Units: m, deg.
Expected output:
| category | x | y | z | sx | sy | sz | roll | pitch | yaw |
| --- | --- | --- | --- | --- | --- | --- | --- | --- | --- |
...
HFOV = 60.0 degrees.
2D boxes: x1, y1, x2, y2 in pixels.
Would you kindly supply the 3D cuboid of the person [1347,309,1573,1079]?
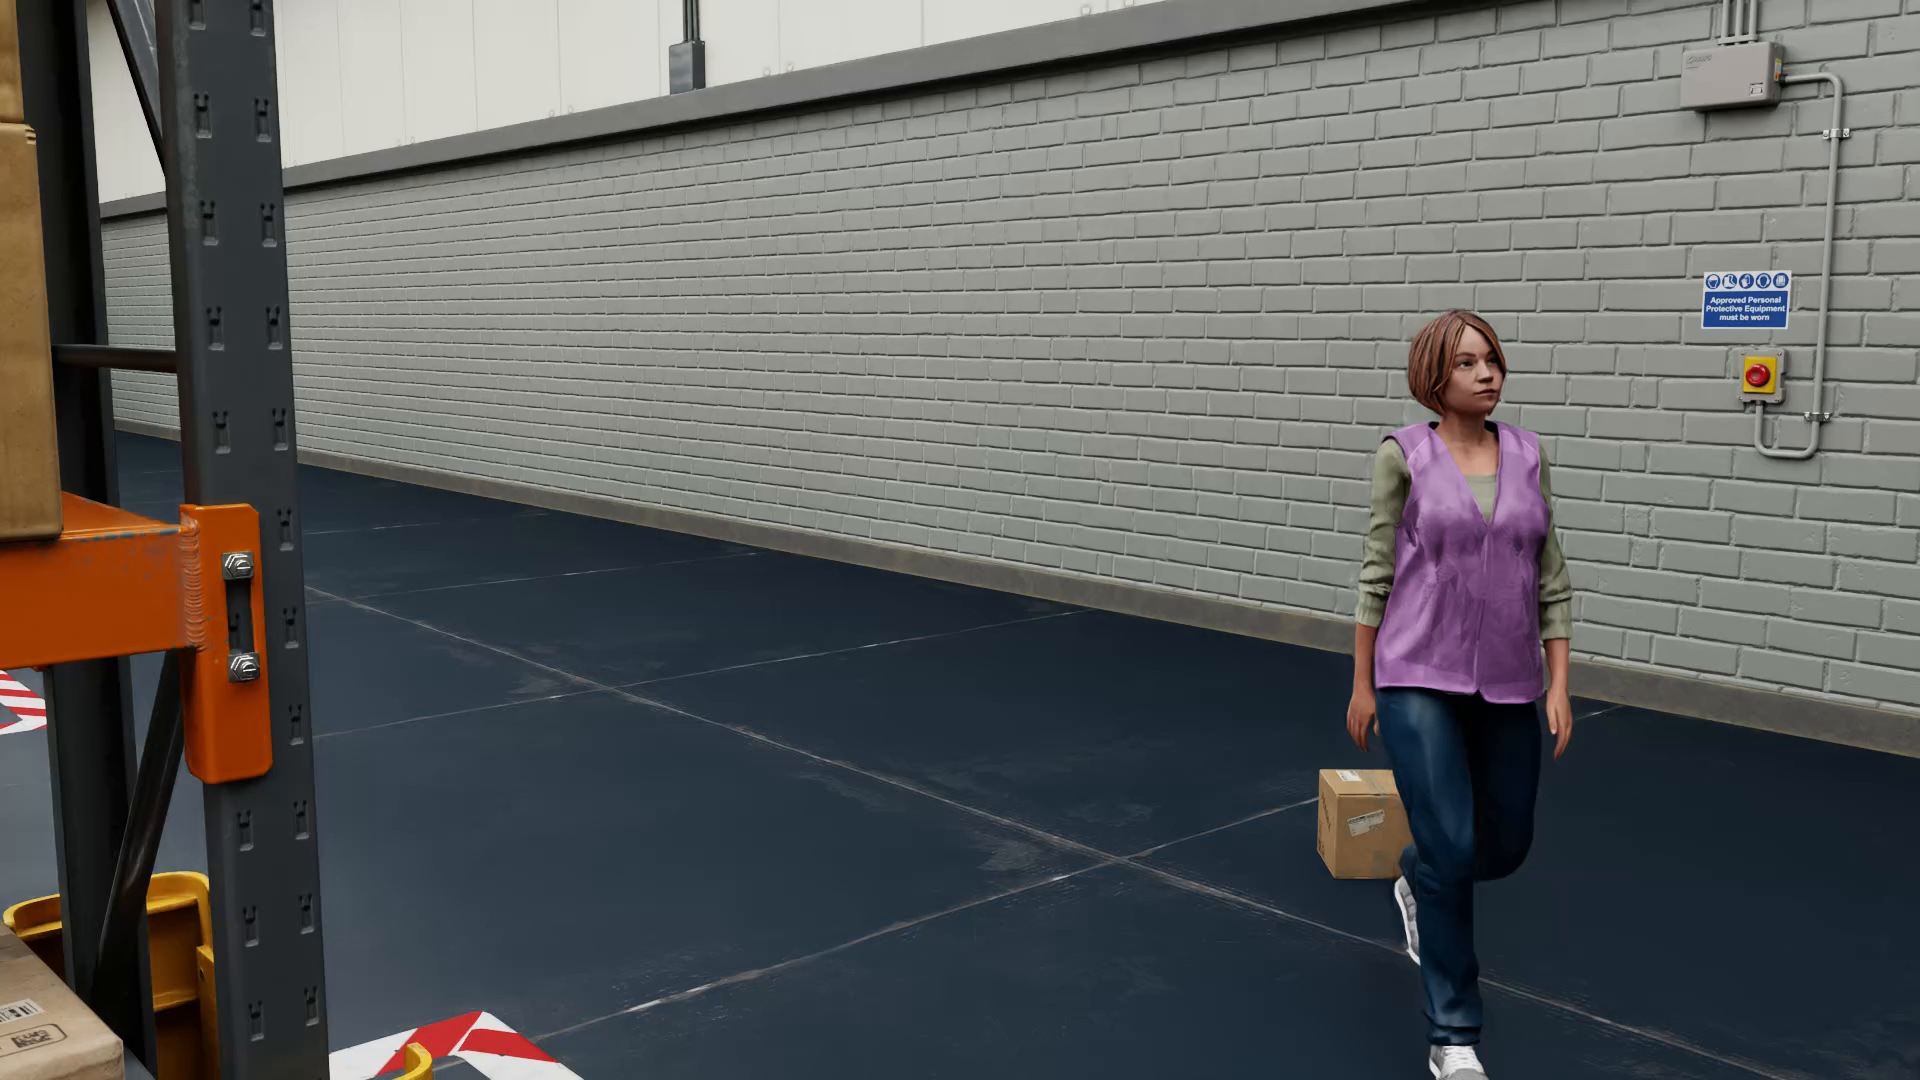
| category | x | y | z | sx | sy | sz | roll | pitch | yaw |
| --- | --- | --- | --- | --- | --- | --- | --- | --- | --- |
| person | 1.045 | 0.303 | 3.499 | 0.432 | 1.552 | 0.790 | -1 | 8 | -5 |
